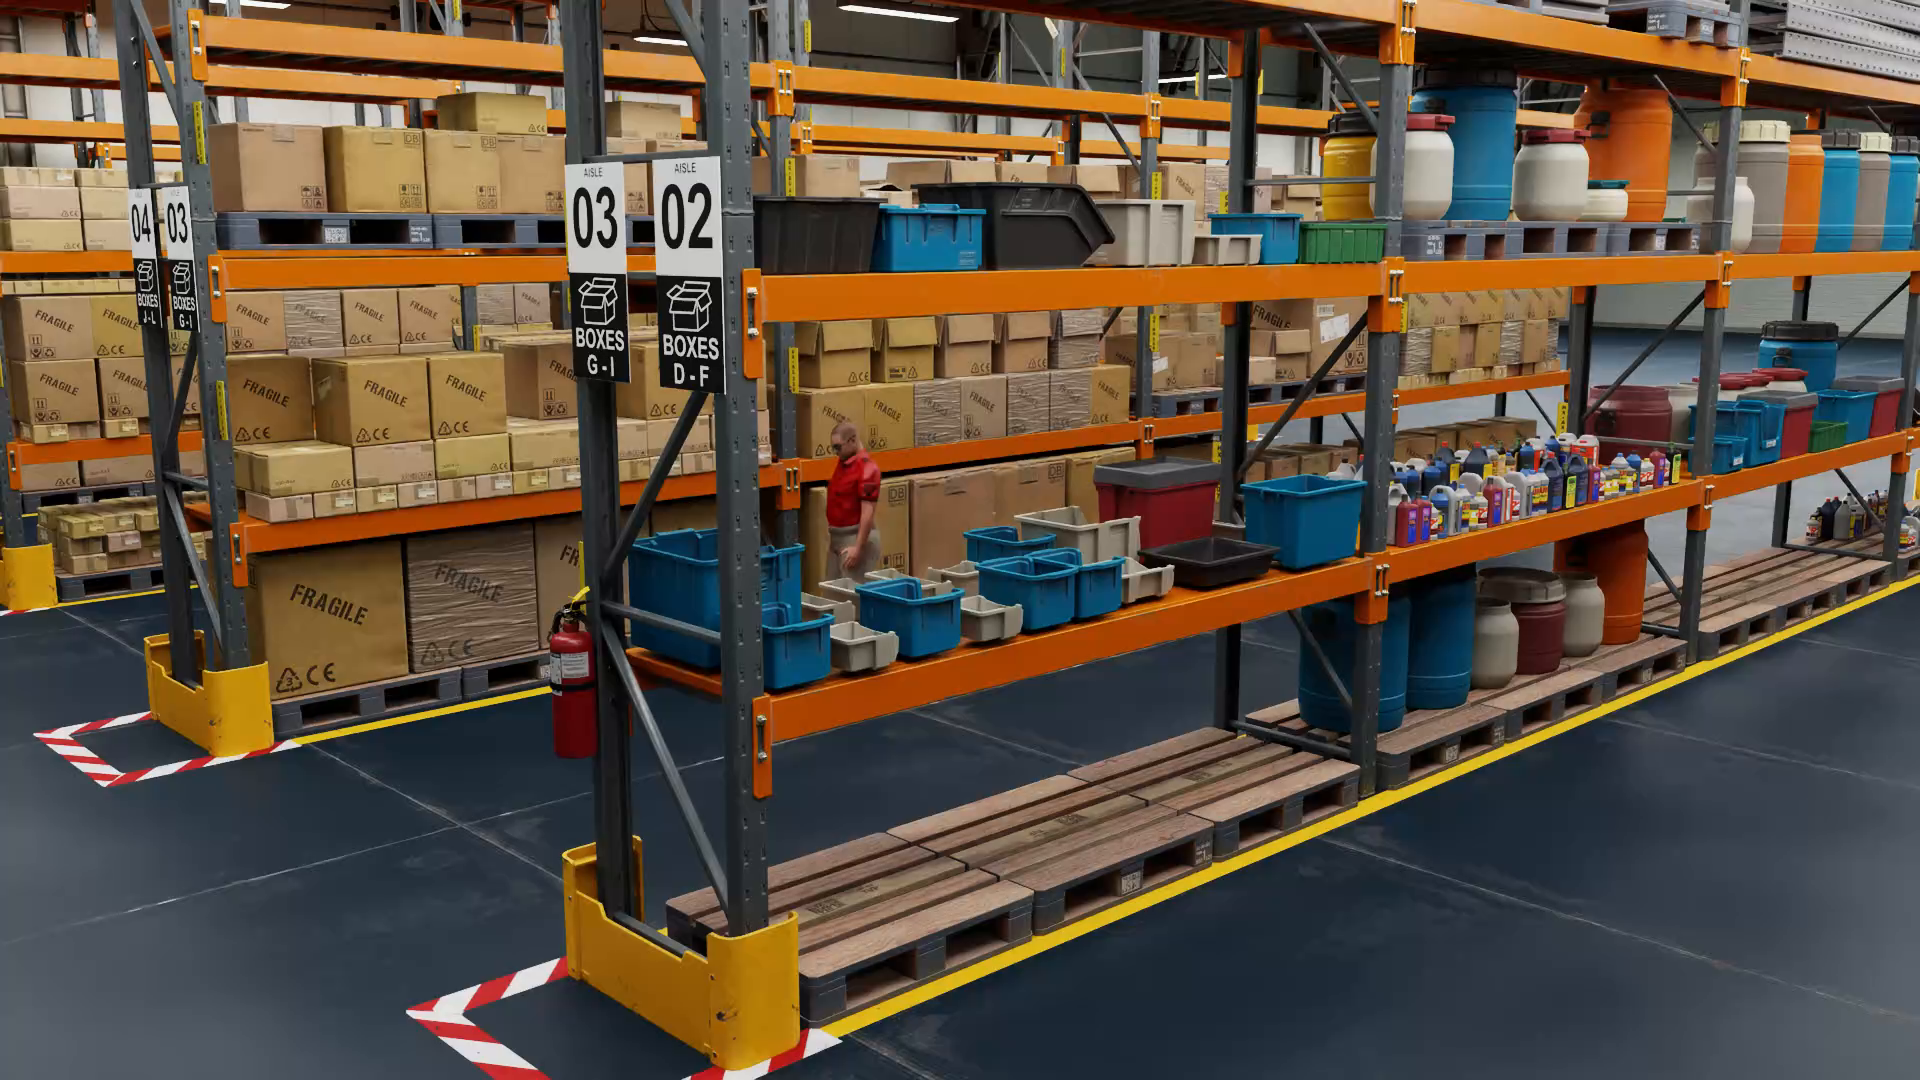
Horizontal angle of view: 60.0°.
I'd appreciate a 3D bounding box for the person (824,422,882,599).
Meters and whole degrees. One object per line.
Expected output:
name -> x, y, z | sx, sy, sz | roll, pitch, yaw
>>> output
person -> -0.727, 0.046, 11.302 | 0.365, 1.709, 0.541 | -5, 12, -26
